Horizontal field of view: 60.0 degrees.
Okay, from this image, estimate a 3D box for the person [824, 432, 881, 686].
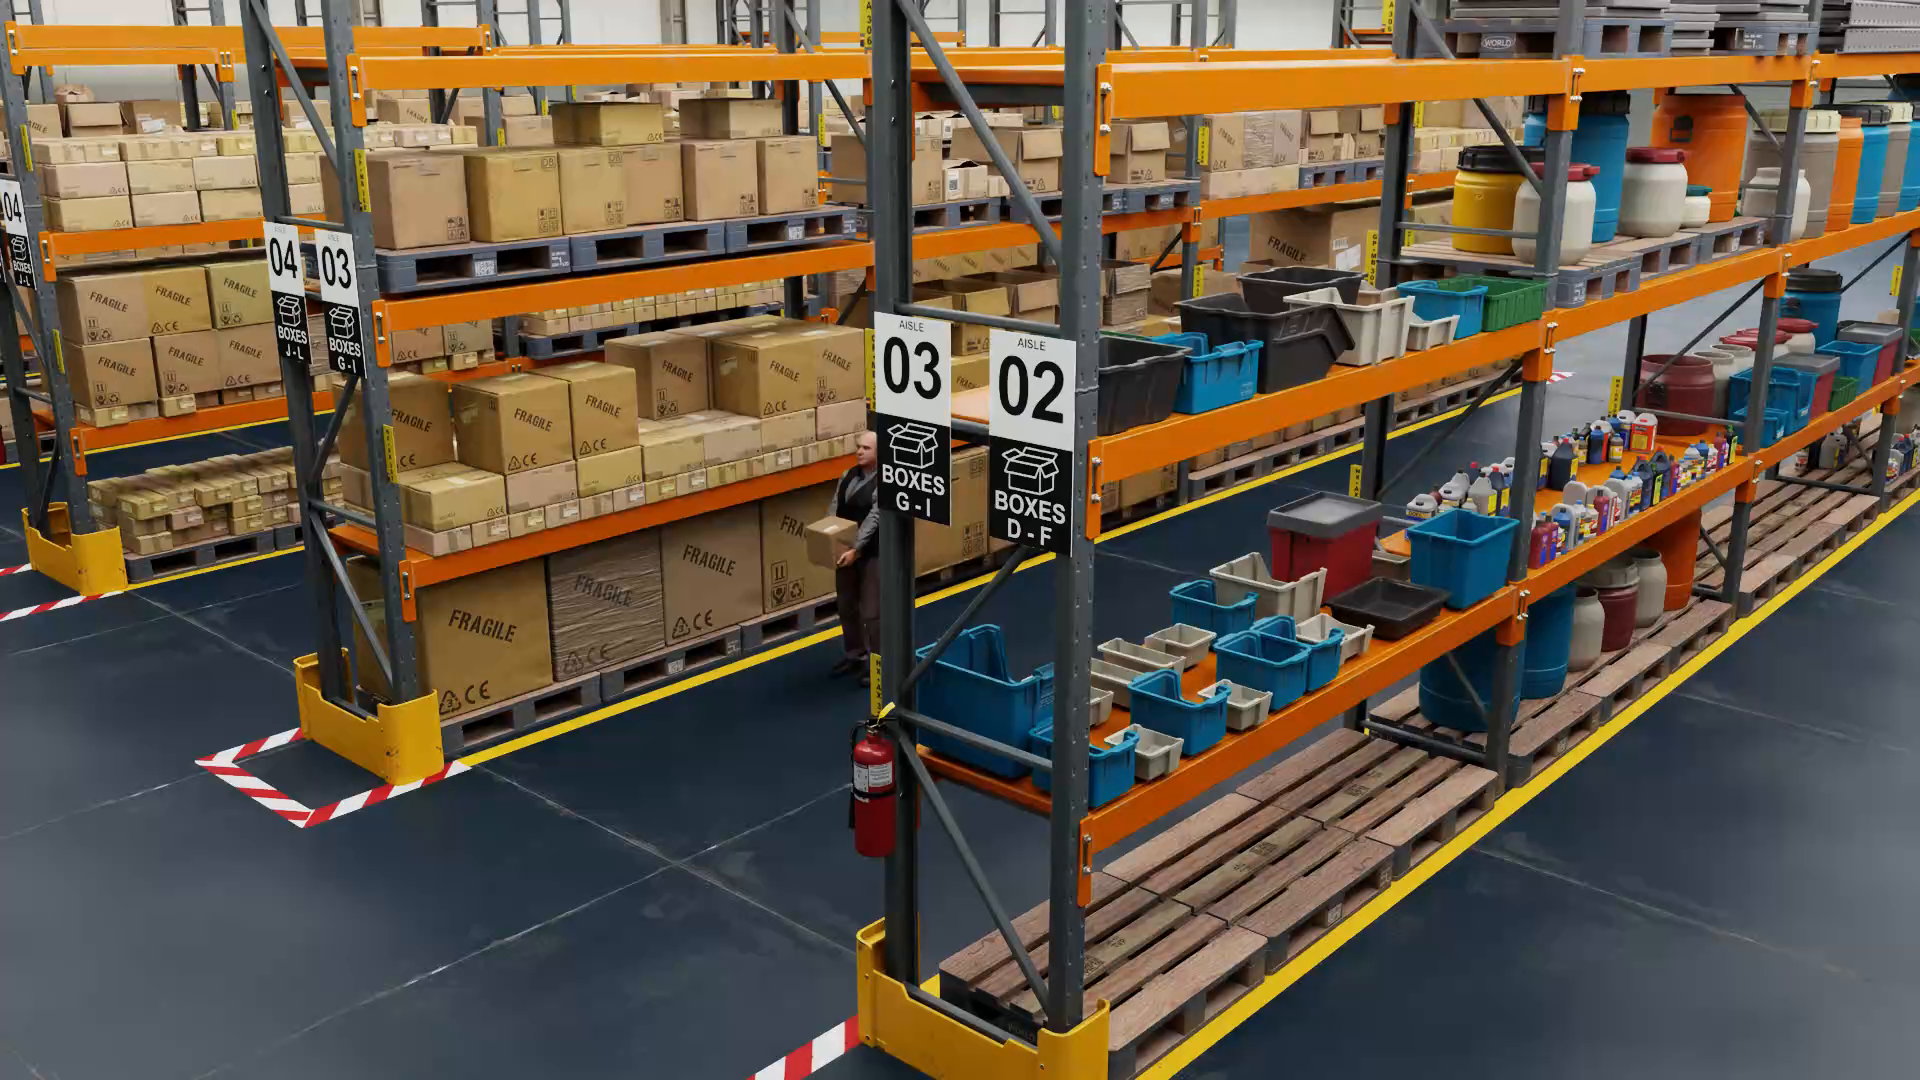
[{"bbox_3d":[-0.701,0.136,11.150,0.494,1.711,0.543,15,22,41],"label":"person"}]
